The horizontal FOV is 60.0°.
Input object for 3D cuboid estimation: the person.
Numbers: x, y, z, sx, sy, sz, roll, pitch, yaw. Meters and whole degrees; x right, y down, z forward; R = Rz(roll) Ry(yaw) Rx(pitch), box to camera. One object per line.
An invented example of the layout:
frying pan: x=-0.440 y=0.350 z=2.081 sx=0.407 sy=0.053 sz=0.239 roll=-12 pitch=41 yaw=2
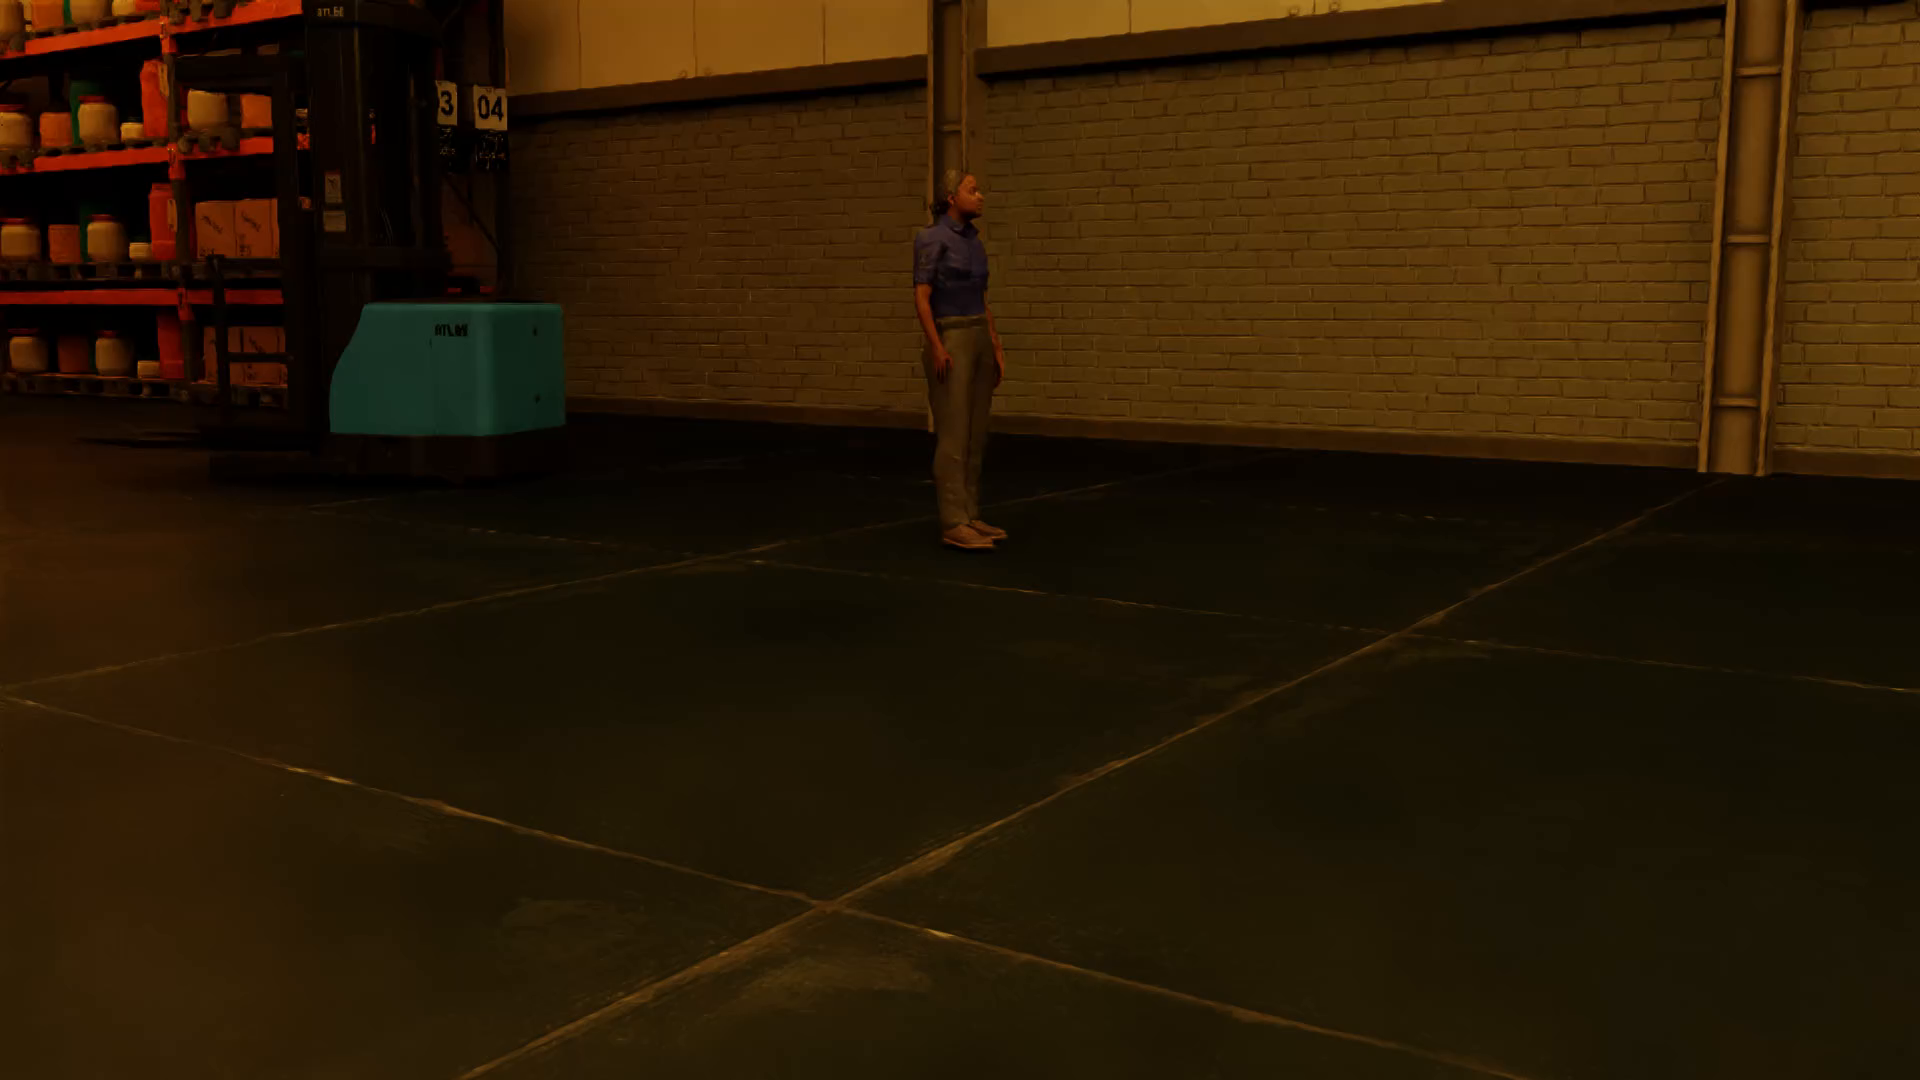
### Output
person: x=0.062 y=-0.817 z=7.421 sx=0.503 sy=1.654 sz=0.570 roll=5 pitch=10 yaw=34

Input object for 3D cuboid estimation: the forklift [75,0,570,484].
forklift: x=-4.052 y=-1.864 z=10.298 sx=3.031 sy=2.935 sz=1.130 roll=2 pitch=8 yaw=14
